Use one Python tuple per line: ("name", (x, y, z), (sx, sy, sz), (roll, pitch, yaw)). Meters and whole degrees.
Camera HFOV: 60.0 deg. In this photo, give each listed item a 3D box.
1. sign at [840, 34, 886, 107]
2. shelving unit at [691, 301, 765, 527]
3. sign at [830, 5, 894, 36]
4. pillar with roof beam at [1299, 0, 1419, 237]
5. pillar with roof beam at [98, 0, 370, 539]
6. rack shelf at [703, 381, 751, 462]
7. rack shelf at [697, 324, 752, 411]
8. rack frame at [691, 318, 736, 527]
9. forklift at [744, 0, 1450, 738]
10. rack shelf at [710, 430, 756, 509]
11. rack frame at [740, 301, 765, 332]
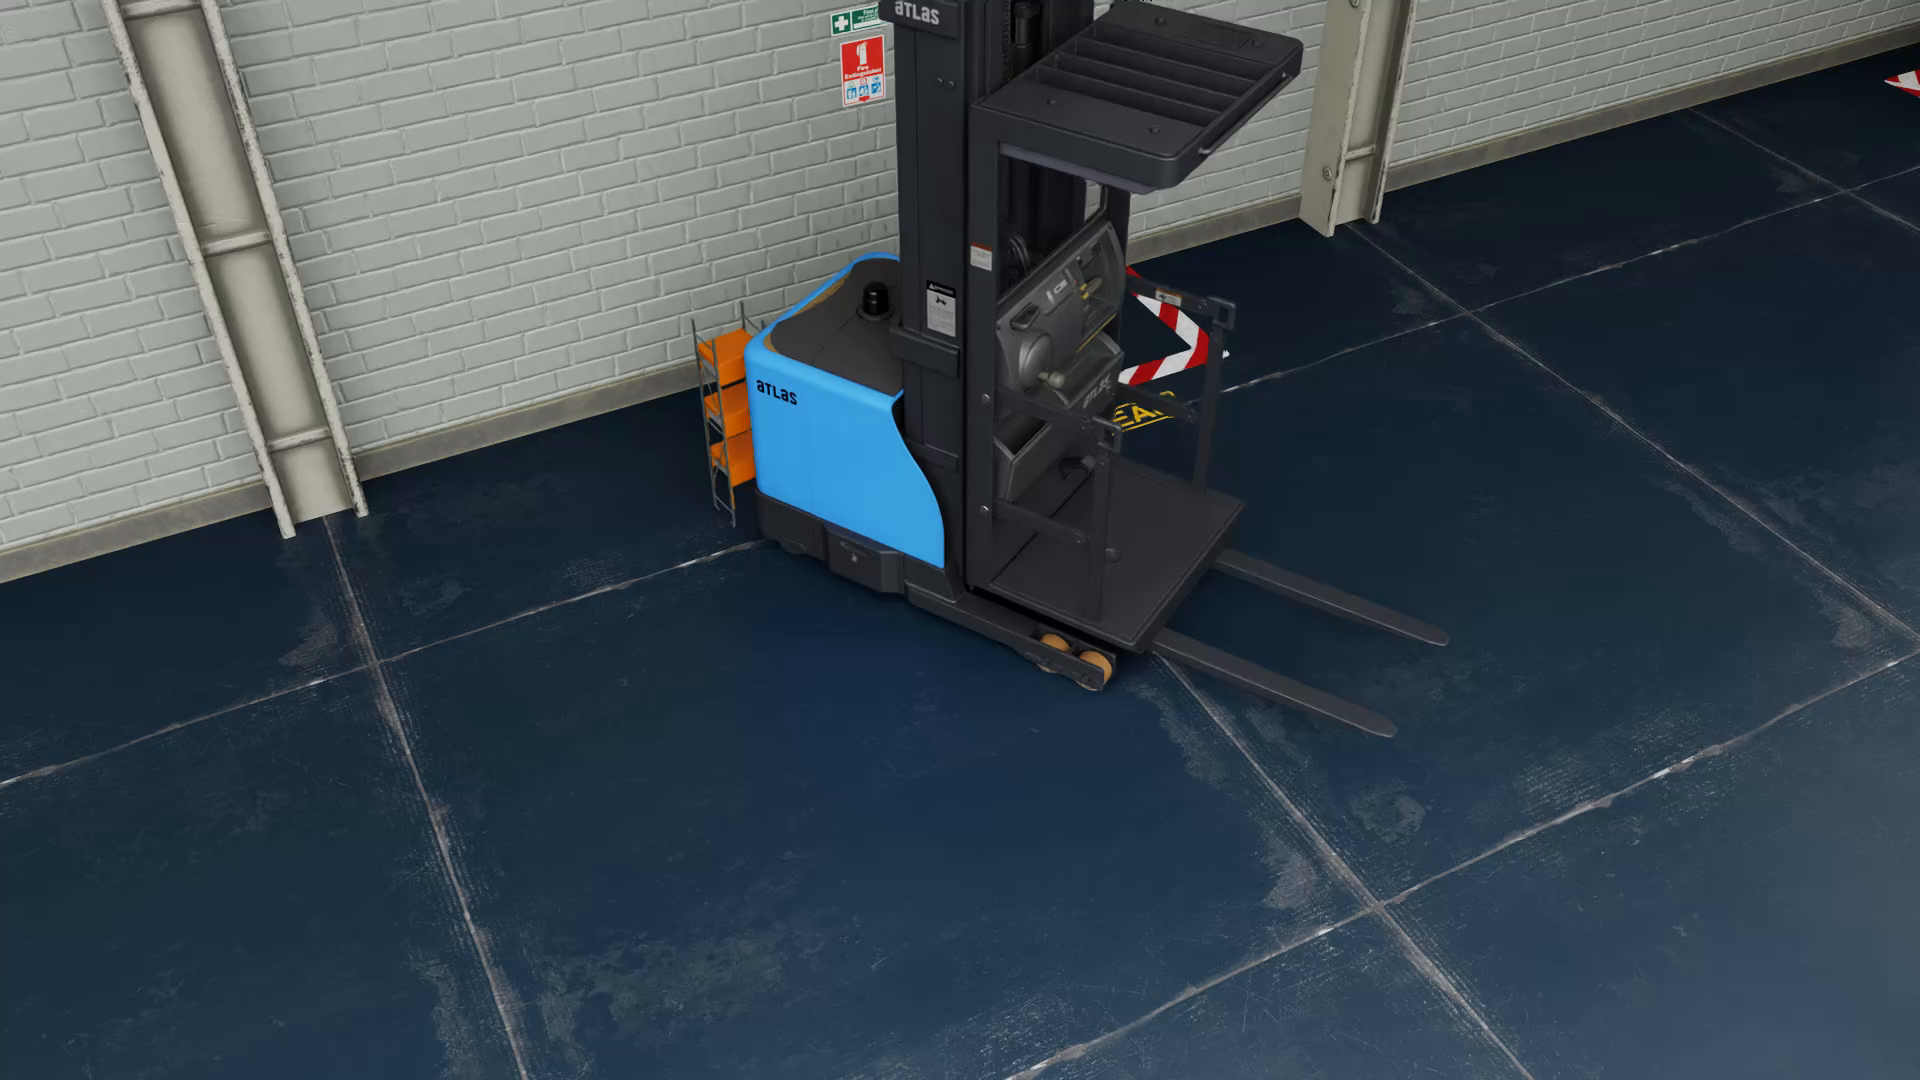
("sign", (-0.471, -2.279, 8.082), (0.234, 0.329, 0.001), (-19, 44, -21))
("shelving unit", (-1.013, -0.560, 7.588), (0.252, 1.050, 0.215), (-25, 46, -26))
("sign", (-0.463, -2.478, 7.907), (0.331, 0.109, 0.001), (-19, 44, -21))
("pillar with roof beam", (4.265, -2.910, 4.212), (0.400, 9.000, 9.100), (-19, 44, -21))
("pillar with roof beam", (-1.056, -1.120, 2.097), (0.400, 9.000, 9.100), (-19, 44, -21))
("rack shelf", (-1.013, -0.552, 7.595), (0.240, 0.259, 0.215), (-25, 46, -26))
("rack shelf", (-1.013, -0.768, 7.411), (0.240, 0.259, 0.215), (-25, 46, -26))
("rack frame", (-1.113, -0.514, 7.534), (0.008, 1.050, 0.200), (-25, 46, -26))
("forklift", (0.582, -0.882, 6.512), (3.031, 2.935, 1.130), (22, 45, 24))
("rack shelf", (-1.013, -0.340, 7.774), (0.240, 0.259, 0.215), (-25, 46, -26))
("rack frame", (-0.914, -0.606, 7.642), (0.008, 1.050, 0.200), (-25, 46, -26))
